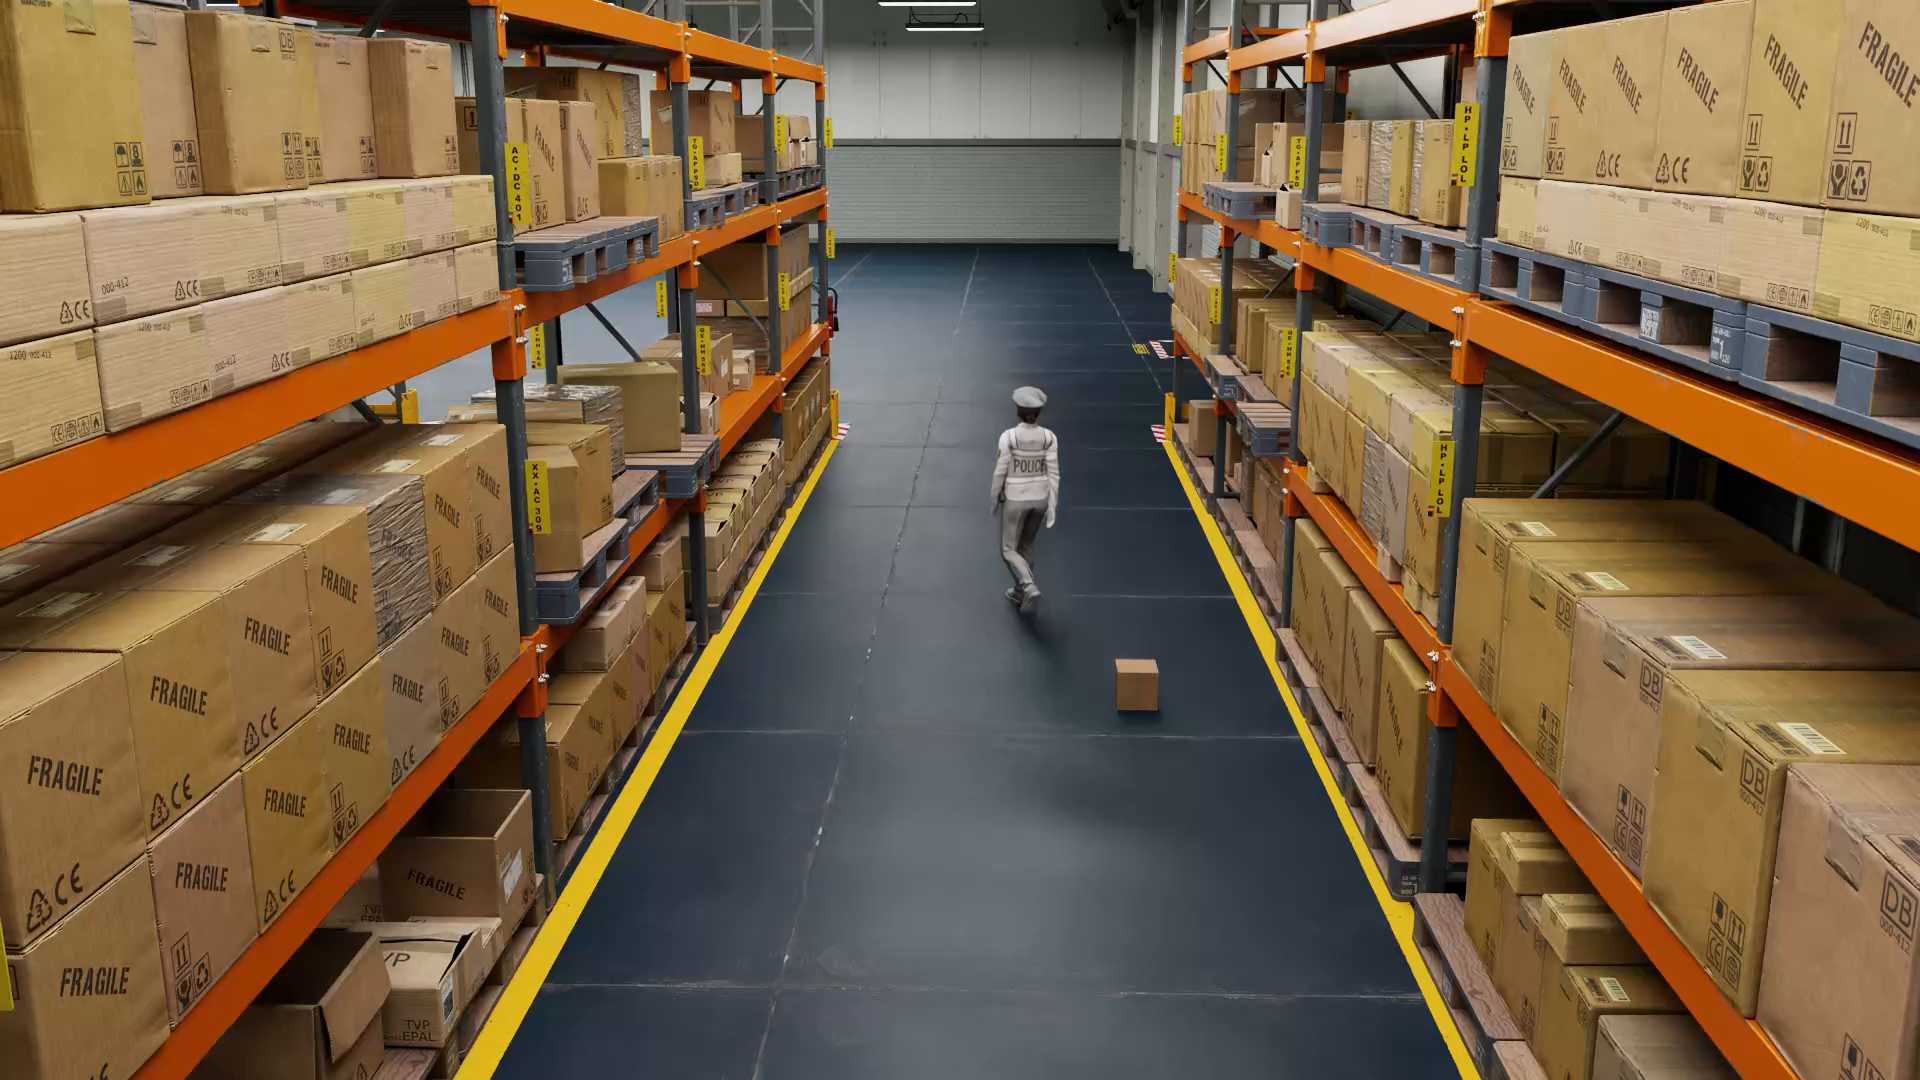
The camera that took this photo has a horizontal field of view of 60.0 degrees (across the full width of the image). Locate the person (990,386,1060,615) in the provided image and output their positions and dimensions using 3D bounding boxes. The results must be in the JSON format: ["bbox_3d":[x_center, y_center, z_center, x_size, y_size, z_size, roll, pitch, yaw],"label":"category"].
[{"bbox_3d":[0.478,-0.280,12.001,0.476,1.651,0.855,-5,15,-20],"label":"person"}]
